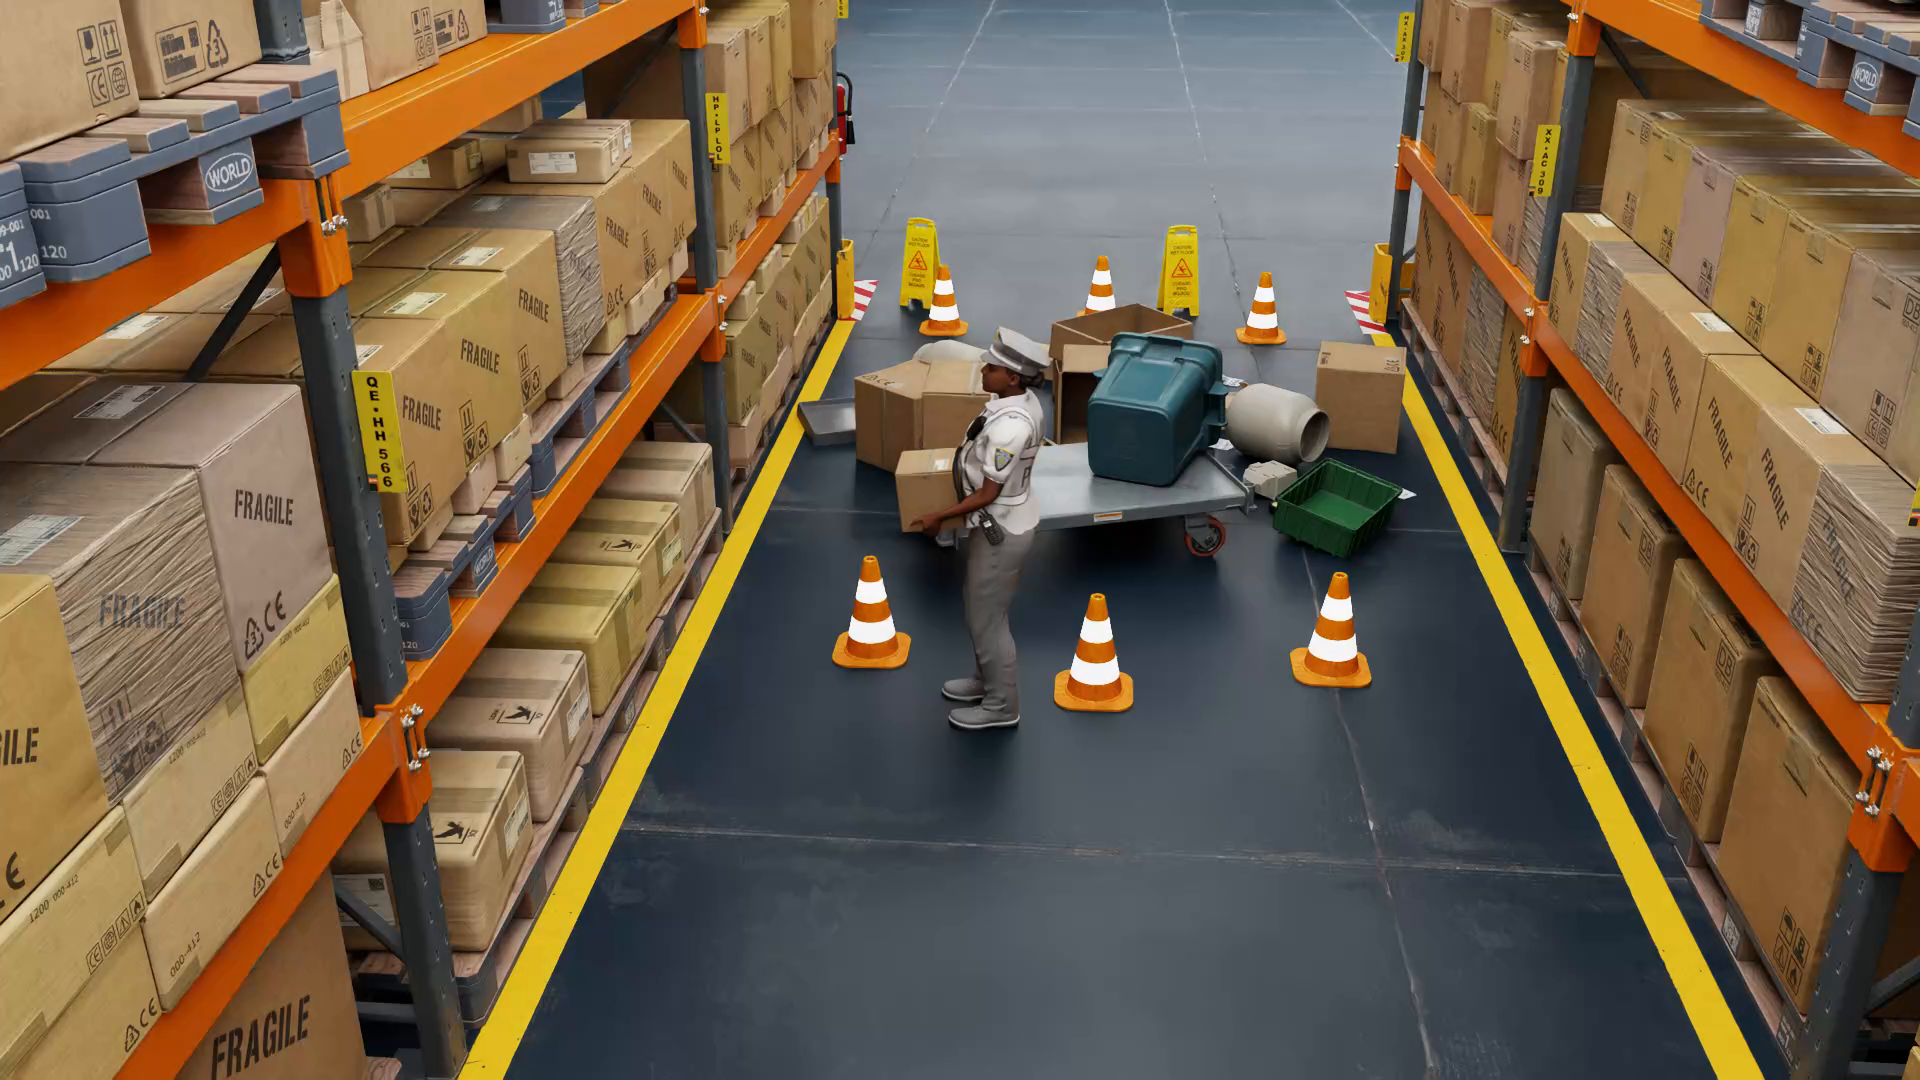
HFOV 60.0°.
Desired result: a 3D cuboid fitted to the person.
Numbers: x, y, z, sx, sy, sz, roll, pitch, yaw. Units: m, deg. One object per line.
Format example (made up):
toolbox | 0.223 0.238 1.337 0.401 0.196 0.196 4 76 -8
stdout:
person | 0.080 -0.052 6.684 0.540 1.688 0.449 2 25 4
